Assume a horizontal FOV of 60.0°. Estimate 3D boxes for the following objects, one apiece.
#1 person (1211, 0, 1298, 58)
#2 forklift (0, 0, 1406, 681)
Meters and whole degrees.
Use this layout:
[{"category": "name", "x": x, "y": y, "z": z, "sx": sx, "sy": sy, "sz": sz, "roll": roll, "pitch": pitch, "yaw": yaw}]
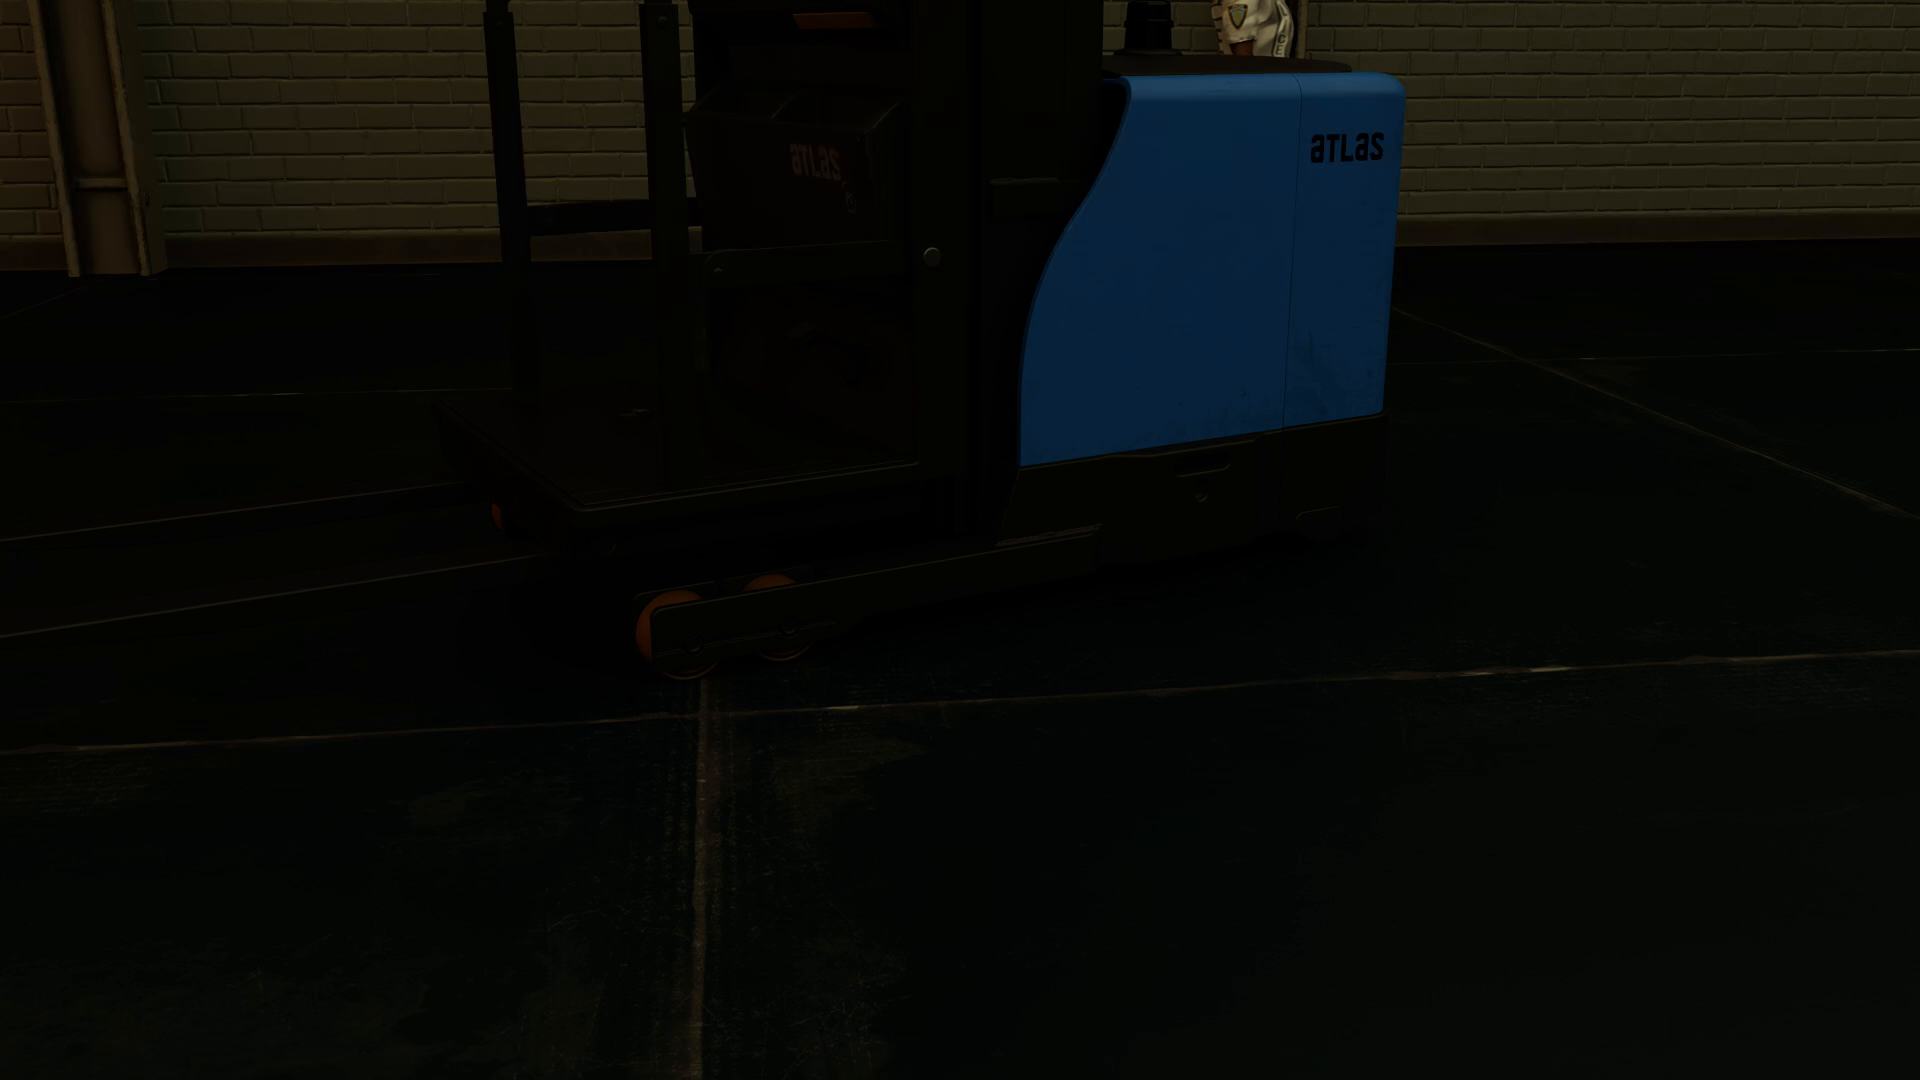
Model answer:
[{"category": "person", "x": 1.129, "y": -1.646, "z": 6.506, "sx": 0.341, "sy": 1.693, "sz": 0.446, "roll": 3, "pitch": 17, "yaw": 11}, {"category": "forklift", "x": -0.526, "y": -1.315, "z": 3.251, "sx": 3.031, "sy": 2.935, "sz": 1.130, "roll": -10, "pitch": 19, "yaw": -29}]
